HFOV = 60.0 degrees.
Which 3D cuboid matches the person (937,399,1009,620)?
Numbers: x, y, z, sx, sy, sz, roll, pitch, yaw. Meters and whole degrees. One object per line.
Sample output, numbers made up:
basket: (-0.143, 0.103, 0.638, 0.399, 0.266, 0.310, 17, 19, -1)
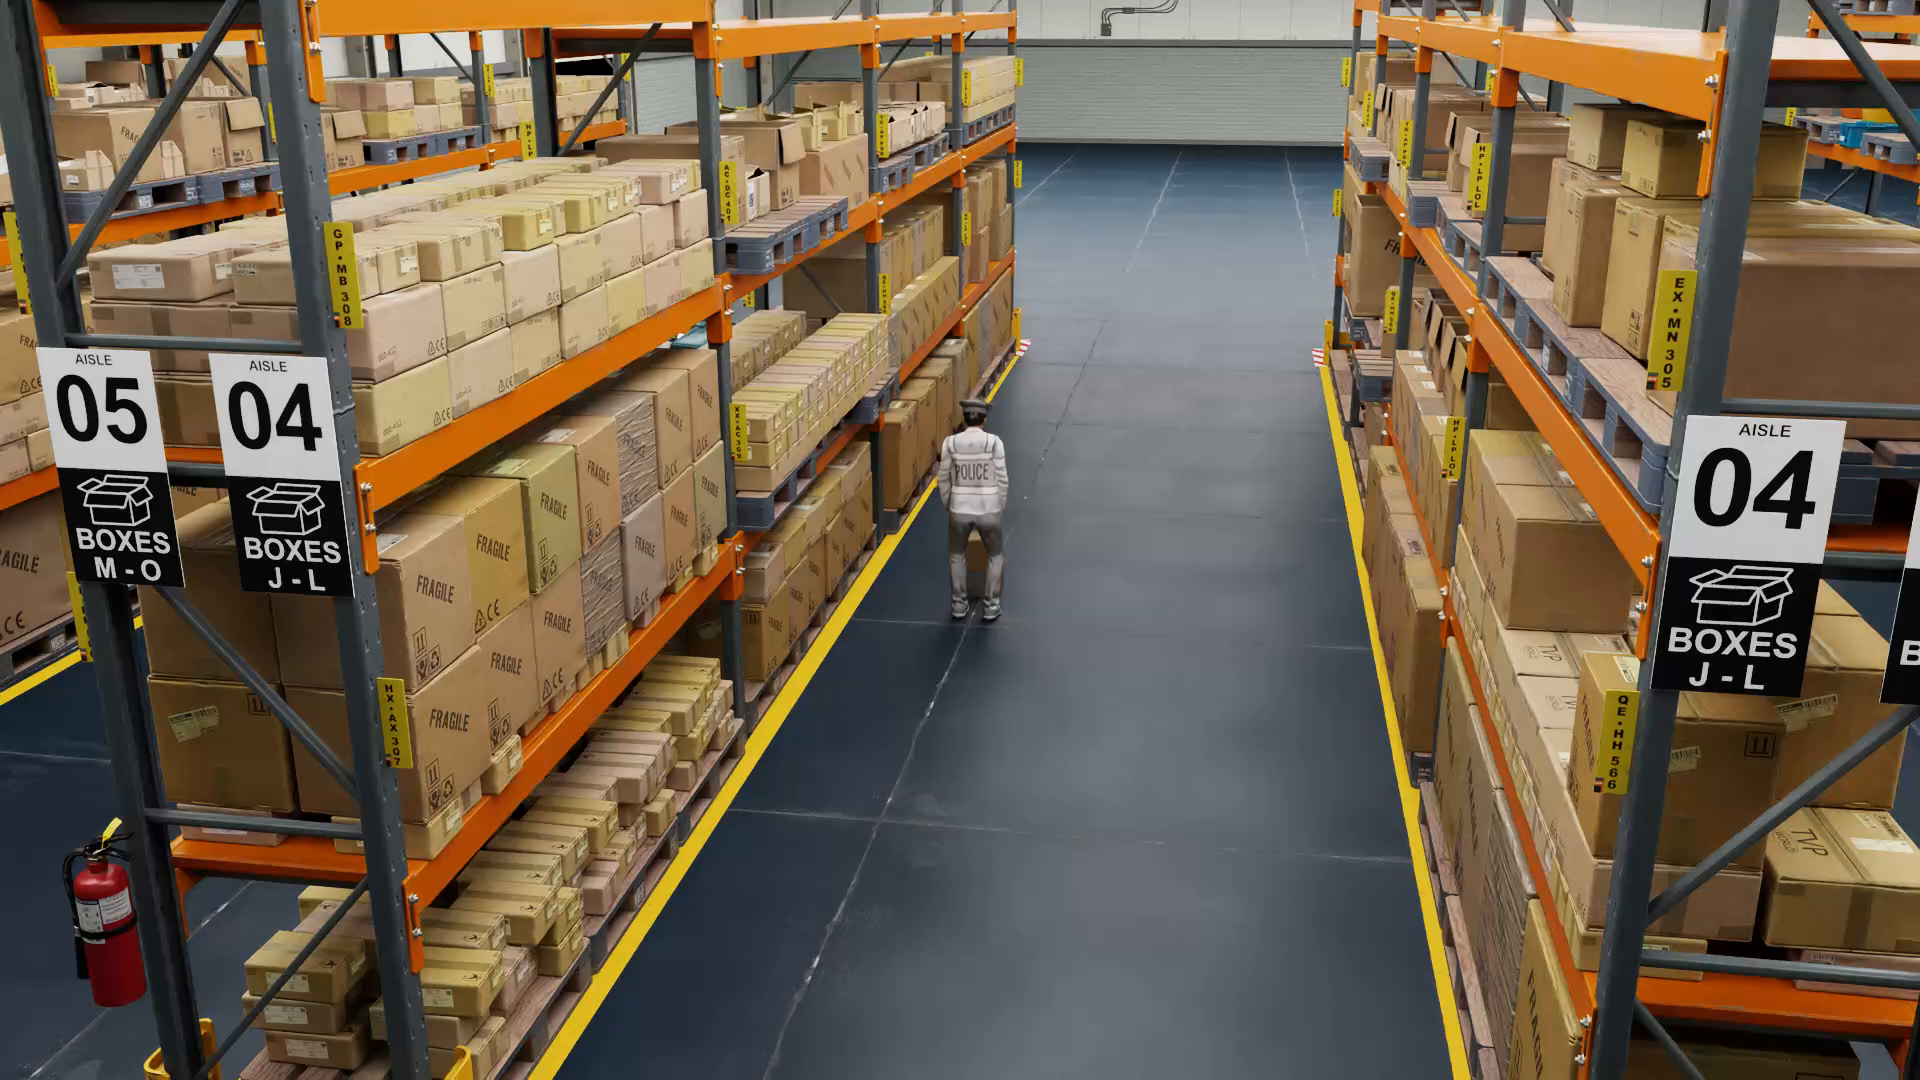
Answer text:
person: (0.090, -0.214, 11.876, 0.516, 1.576, 0.526, 3, 18, 9)
